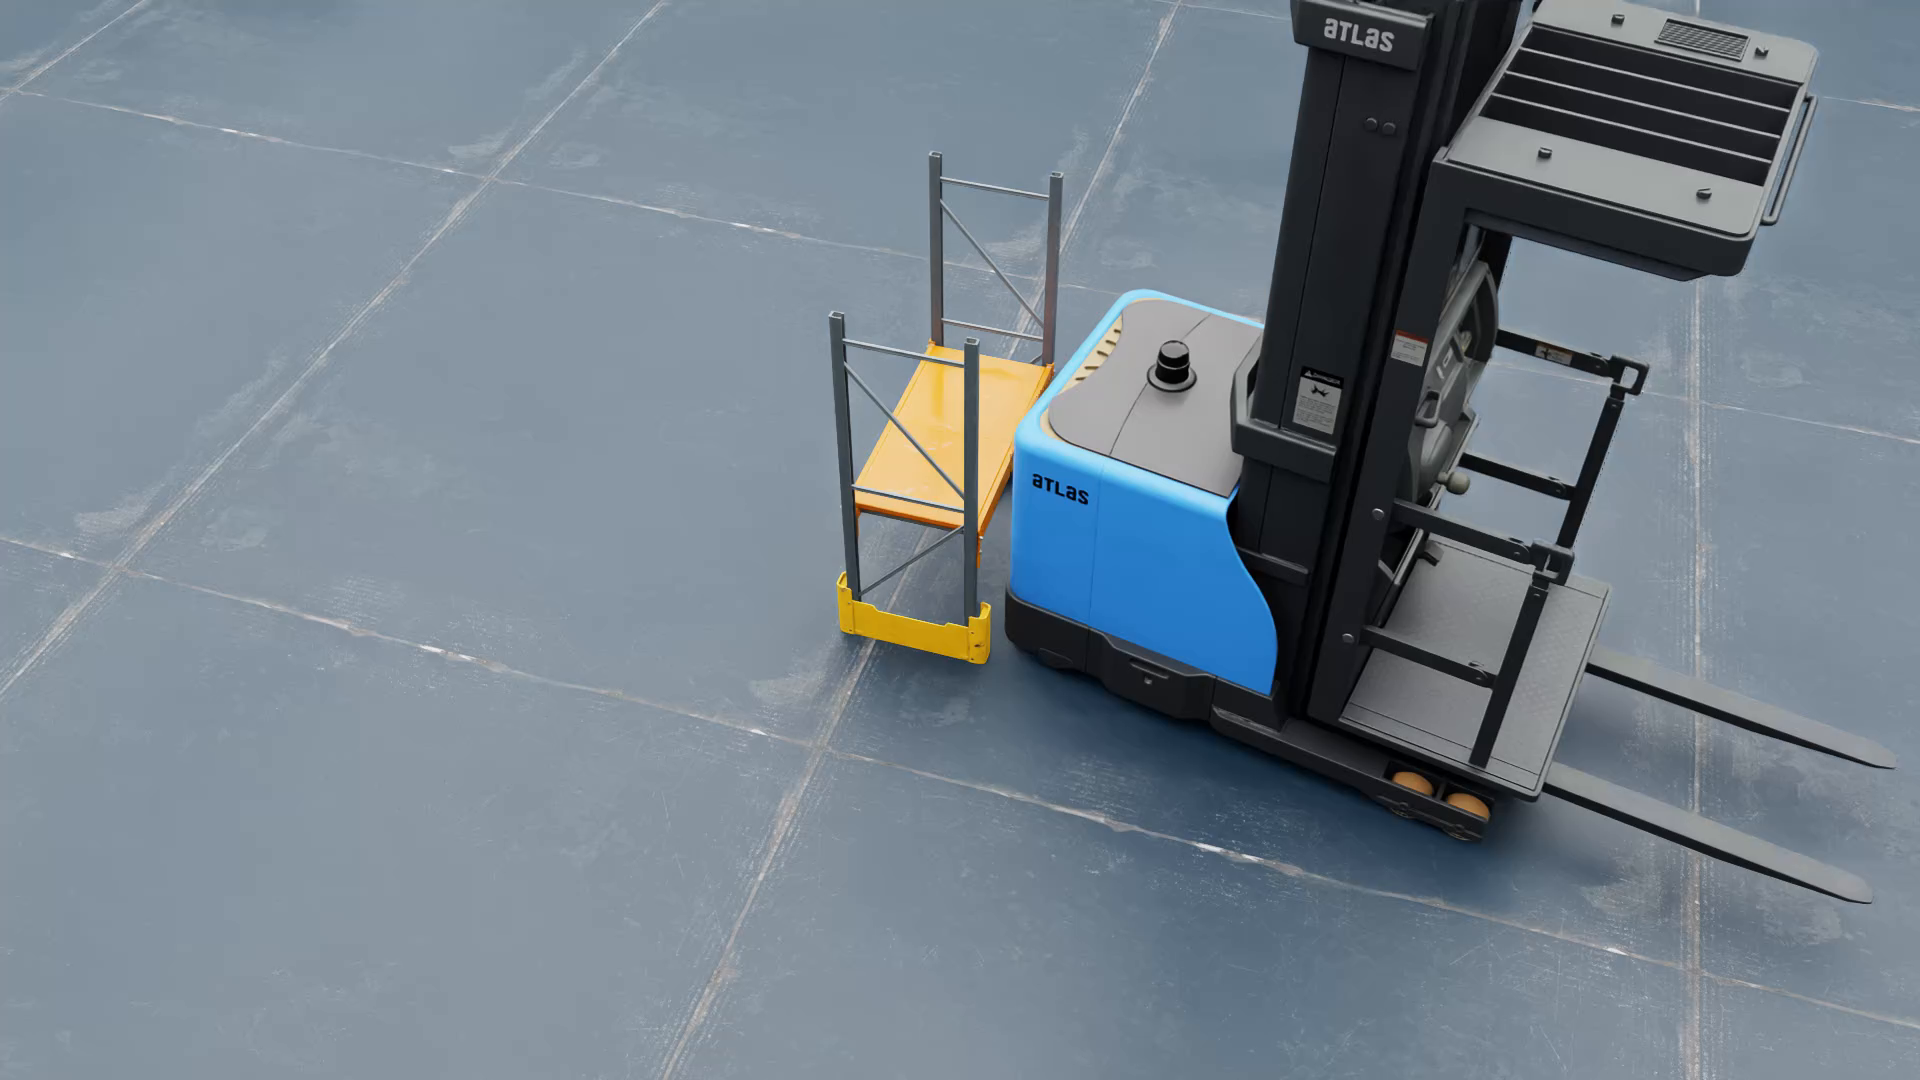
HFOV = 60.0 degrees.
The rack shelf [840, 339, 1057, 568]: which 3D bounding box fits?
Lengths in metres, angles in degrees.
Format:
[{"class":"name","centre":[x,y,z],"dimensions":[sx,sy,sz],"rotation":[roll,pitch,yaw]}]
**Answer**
[{"class":"rack shelf","centre":[-0.026,-0.351,6.293],"dimensions":[0.538,0.185,1.000],"rotation":[13,46,13]}]

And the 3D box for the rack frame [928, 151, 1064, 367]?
[{"class":"rack frame","centre":[0.128,-0.818,6.514],"dimensions":[0.500,1.500,0.032],"rotation":[13,46,13]}]

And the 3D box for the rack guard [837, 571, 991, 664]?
[{"class":"rack guard","centre":[-0.174,0.293,6.271],"dimensions":[0.587,0.250,0.087],"rotation":[13,46,13]}]

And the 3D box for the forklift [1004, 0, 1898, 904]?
[{"class":"forklift","centre":[1.712,-0.448,5.112],"dimensions":[3.031,2.935,1.130],"rotation":[21,48,20]}]

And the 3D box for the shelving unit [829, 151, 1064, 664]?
[{"class":"shelving unit","centre":[-0.023,-0.485,6.174],"dimensions":[0.587,1.500,1.083],"rotation":[13,46,13]}]

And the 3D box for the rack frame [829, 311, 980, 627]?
[{"class":"rack frame","centre":[-0.180,-0.140,5.821],"dimensions":[0.500,1.500,0.032],"rotation":[13,46,13]}]
